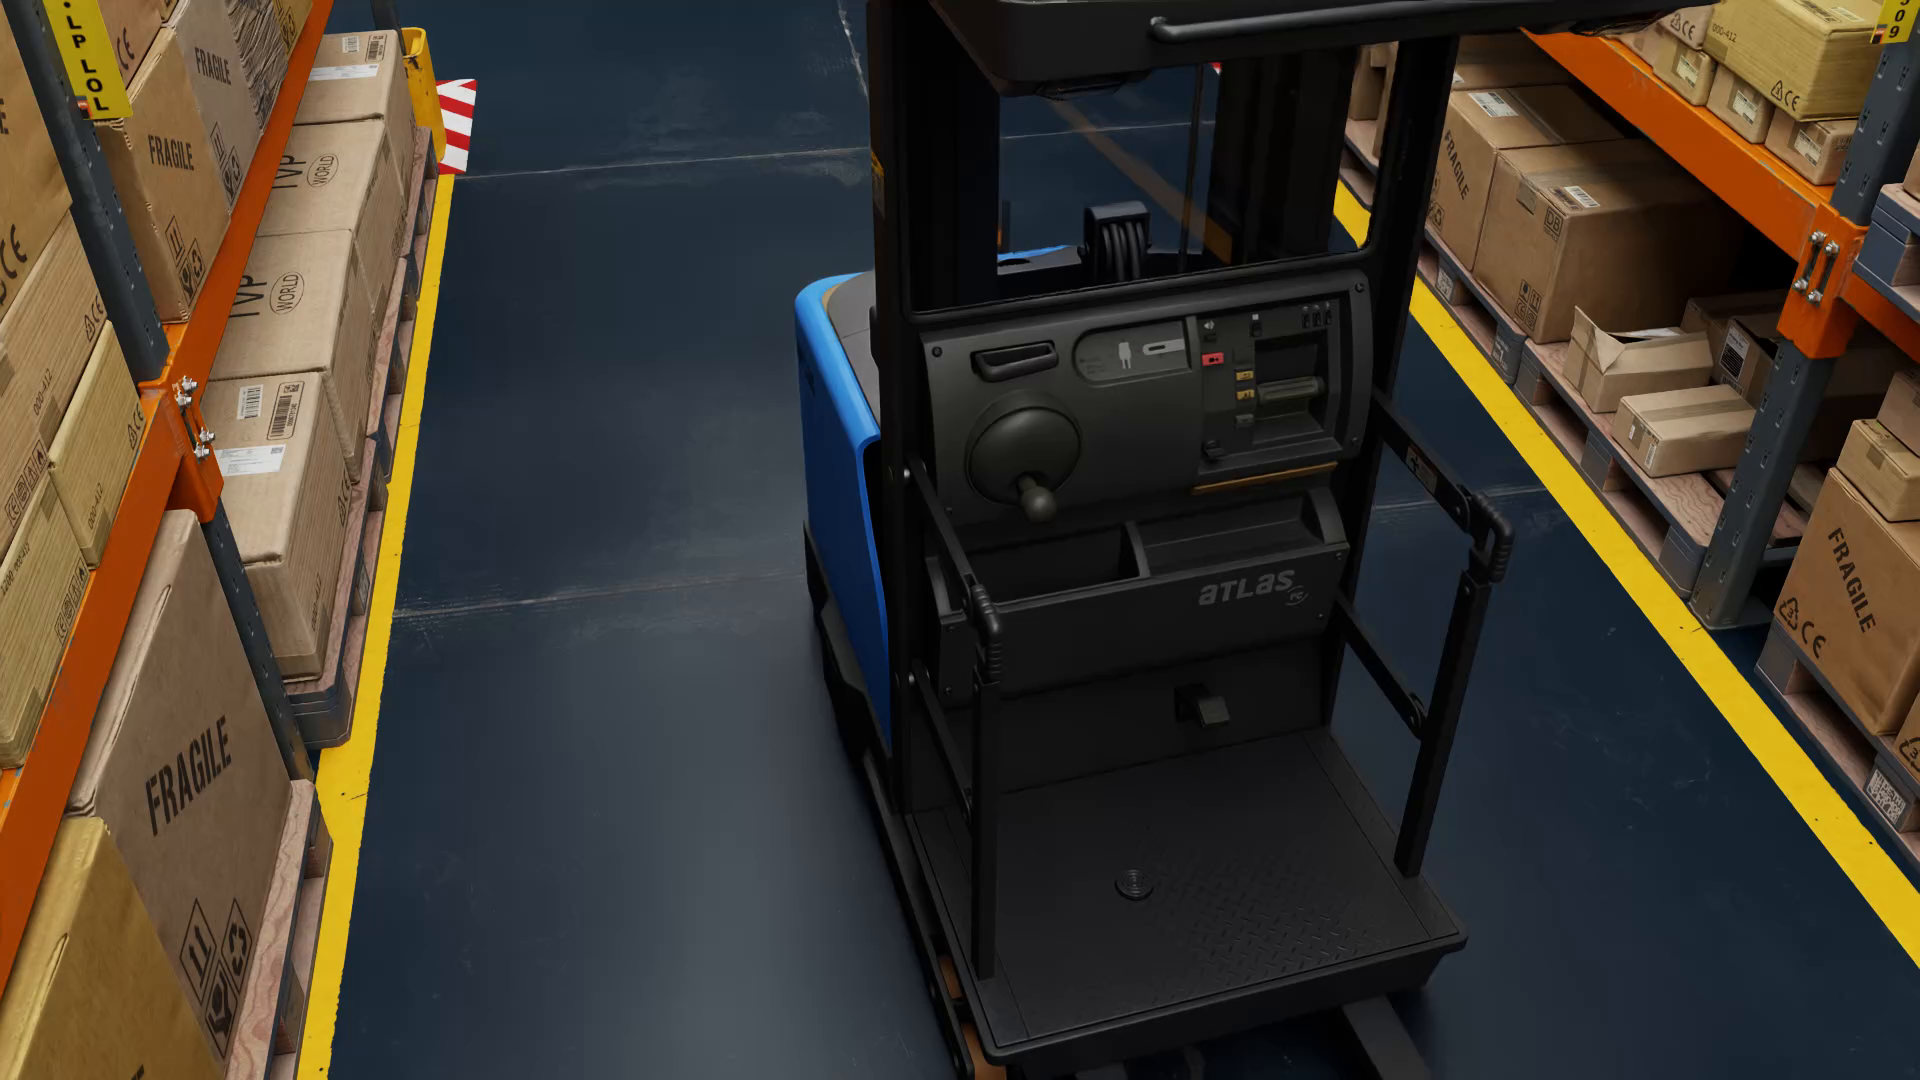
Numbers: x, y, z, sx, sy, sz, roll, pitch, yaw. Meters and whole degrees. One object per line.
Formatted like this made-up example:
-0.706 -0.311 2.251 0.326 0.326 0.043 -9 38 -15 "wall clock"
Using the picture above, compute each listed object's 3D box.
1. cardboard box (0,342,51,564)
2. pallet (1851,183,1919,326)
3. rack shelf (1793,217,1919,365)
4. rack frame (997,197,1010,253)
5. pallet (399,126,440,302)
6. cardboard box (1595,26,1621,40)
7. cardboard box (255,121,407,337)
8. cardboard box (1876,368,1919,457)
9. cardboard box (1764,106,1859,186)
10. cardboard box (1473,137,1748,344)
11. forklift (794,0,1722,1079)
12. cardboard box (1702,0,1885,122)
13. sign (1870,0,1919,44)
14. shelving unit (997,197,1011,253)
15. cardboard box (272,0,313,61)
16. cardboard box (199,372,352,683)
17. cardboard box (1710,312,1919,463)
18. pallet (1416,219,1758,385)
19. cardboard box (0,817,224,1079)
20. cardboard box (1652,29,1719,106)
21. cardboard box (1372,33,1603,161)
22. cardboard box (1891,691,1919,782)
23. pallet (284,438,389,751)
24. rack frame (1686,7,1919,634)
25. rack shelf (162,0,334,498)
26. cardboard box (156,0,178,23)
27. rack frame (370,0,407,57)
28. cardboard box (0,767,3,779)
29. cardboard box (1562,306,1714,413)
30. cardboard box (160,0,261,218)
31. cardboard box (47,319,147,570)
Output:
-1.791 -0.061 2.599 0.500 0.250 0.500 -5 38 -7 "cardboard box"
2.716 -0.430 3.516 1.003 0.211 1.213 -6 38 -8 "pallet"
3.034 0.491 2.759 1.077 0.370 4.000 -6 38 -8 "rack shelf"
0.016 -0.434 4.830 0.240 1.200 0.015 -7 38 -9 "rack frame"
-2.687 -1.305 6.758 1.003 0.211 1.213 -6 38 -8 "pallet"
2.151 -1.689 5.184 0.380 0.149 0.250 -7 38 -9 "cardboard box"
-2.521 -1.095 5.960 0.875 0.438 0.875 -5 38 -7 "cardboard box"
2.544 -0.314 4.133 0.380 0.149 0.250 -7 38 -9 "cardboard box"
2.379 -1.067 4.383 0.380 0.149 0.250 -6 38 -7 "cardboard box"
2.290 -1.068 5.875 0.700 0.500 0.500 -8 38 -10 "cardboard box"
0.447 -0.210 3.131 1.130 2.935 3.031 -10 39 -13 "forklift"
2.354 -1.340 4.410 0.500 0.250 0.500 -5 38 -7 "cardboard box"
2.151 -1.280 3.746 0.100 0.325 0.005 -6 38 -8 "sign"
-0.032 -0.580 5.019 0.258 1.200 0.503 -7 38 -9 "shelving unit"
-2.282 -1.732 4.953 0.500 0.500 0.500 -5 38 -7 "cardboard box"
-2.207 -0.009 4.563 0.875 0.438 0.875 -7 38 -9 "cardboard box"
2.800 -0.529 5.335 0.500 0.311 0.500 -5 38 -6 "cardboard box"
2.347 -1.053 6.433 1.003 0.211 1.213 -6 38 -8 "pallet"
-1.849 1.119 2.754 0.875 0.875 0.875 -5 38 -7 "cardboard box"
2.243 -1.376 4.781 0.380 0.149 0.250 -5 38 -7 "cardboard box"
2.108 -1.695 6.682 0.700 0.500 0.500 -5 38 -6 "cardboard box"
2.650 0.458 3.911 0.500 0.500 0.500 -7 38 -9 "cardboard box"
-2.259 0.169 4.860 1.003 0.211 1.213 -6 38 -8 "pallet"
2.684 -1.001 4.093 1.000 3.000 0.127 -6 38 -8 "rack frame"
-2.553 -1.388 5.179 1.077 0.370 4.000 -6 38 -8 "rack shelf"
-2.130 -1.518 3.863 0.500 0.500 0.500 -7 38 -9 "cardboard box"
-2.904 -2.881 6.513 1.000 3.000 0.127 -6 38 -8 "rack frame"
-1.718 0.453 2.344 0.500 0.250 0.500 -7 38 -9 "cardboard box"
2.234 -0.607 5.473 0.396 0.266 0.258 -5 38 -6 "cardboard box"
-2.111 -1.120 4.165 0.500 0.500 0.500 -6 38 -8 "cardboard box"
-1.876 -0.161 3.135 0.500 0.250 0.500 -7 38 -9 "cardboard box"
